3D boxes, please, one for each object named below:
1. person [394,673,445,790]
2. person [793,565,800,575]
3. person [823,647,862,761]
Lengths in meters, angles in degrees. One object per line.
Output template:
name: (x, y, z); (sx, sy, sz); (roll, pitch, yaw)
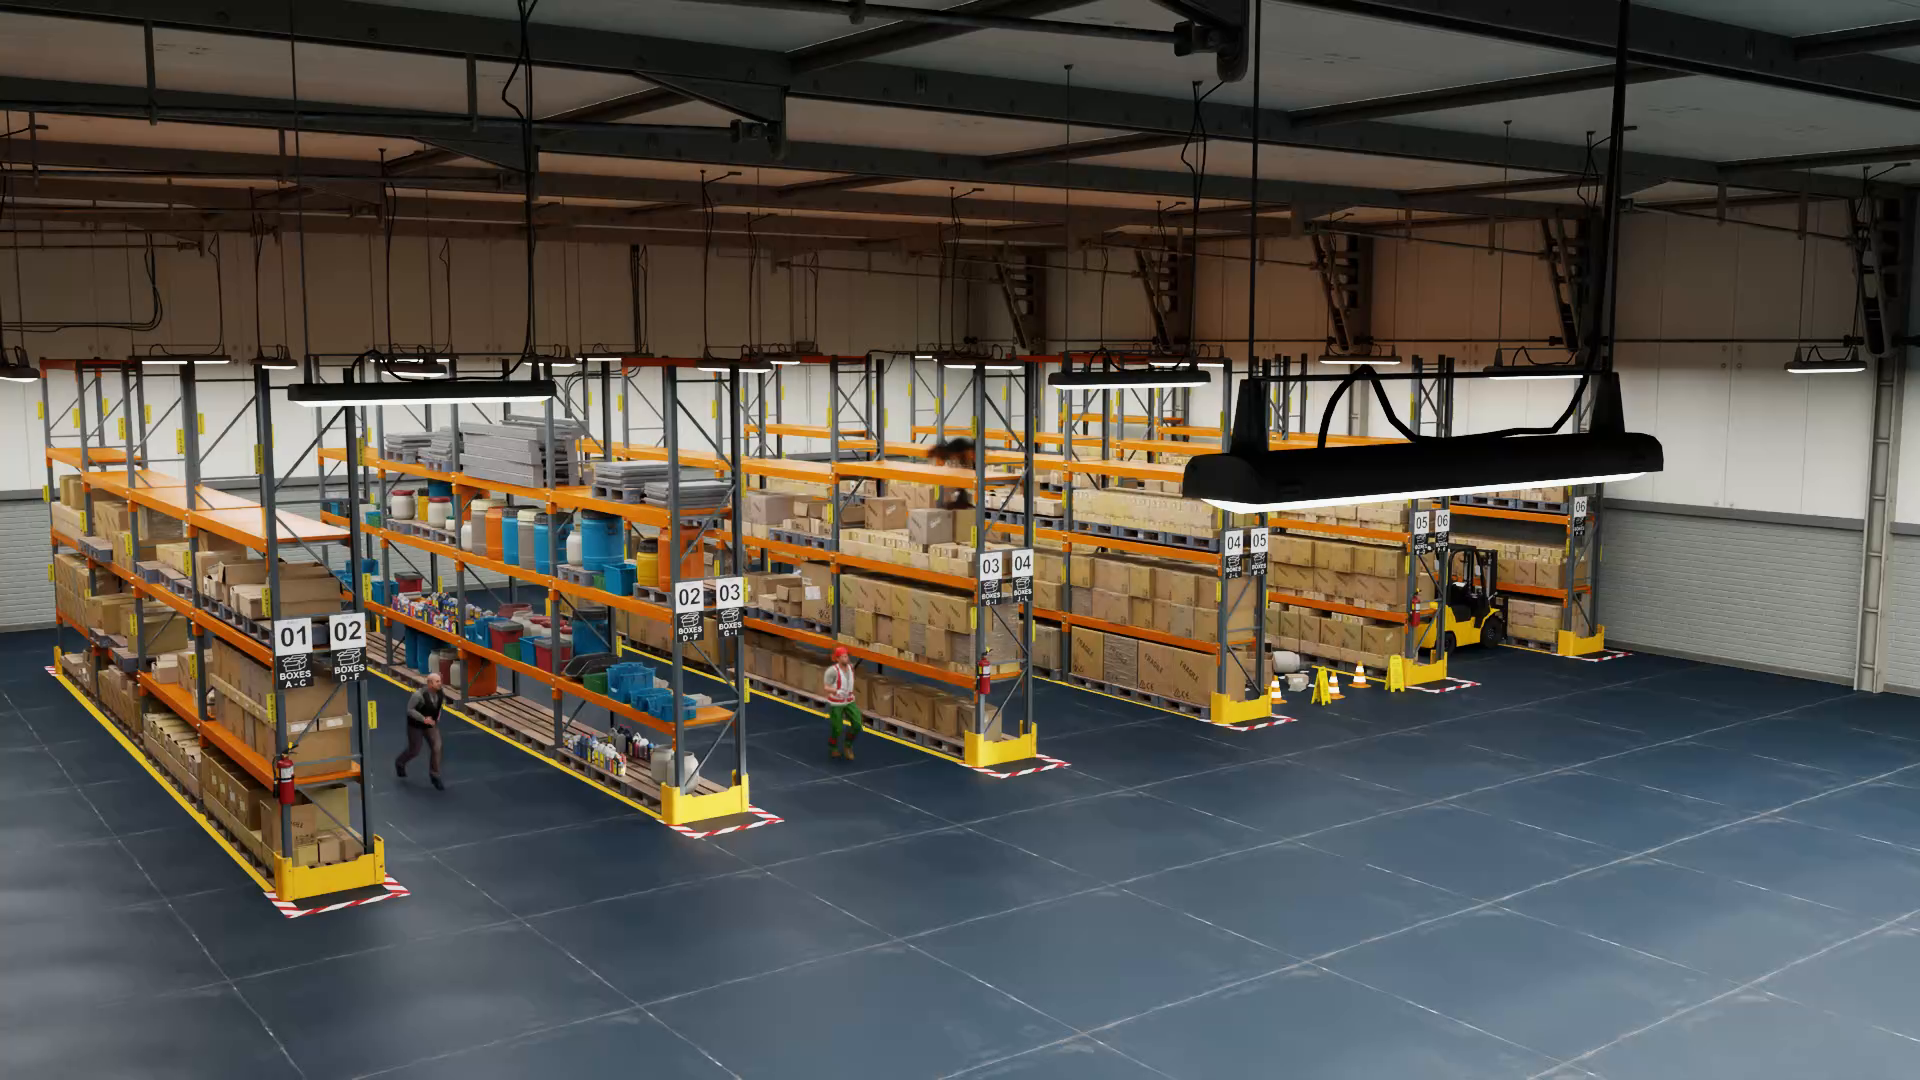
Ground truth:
person: (-7.717, 2.689, 23.731); (1.013, 1.681, 0.691); (4, 8, 30)
person: (-4.197, 0.098, 44.621); (0.691, 1.834, 0.866); (4, 8, 30)
person: (-1.770, 2.461, 24.993); (0.642, 1.750, 0.745); (-5, 8, -35)
